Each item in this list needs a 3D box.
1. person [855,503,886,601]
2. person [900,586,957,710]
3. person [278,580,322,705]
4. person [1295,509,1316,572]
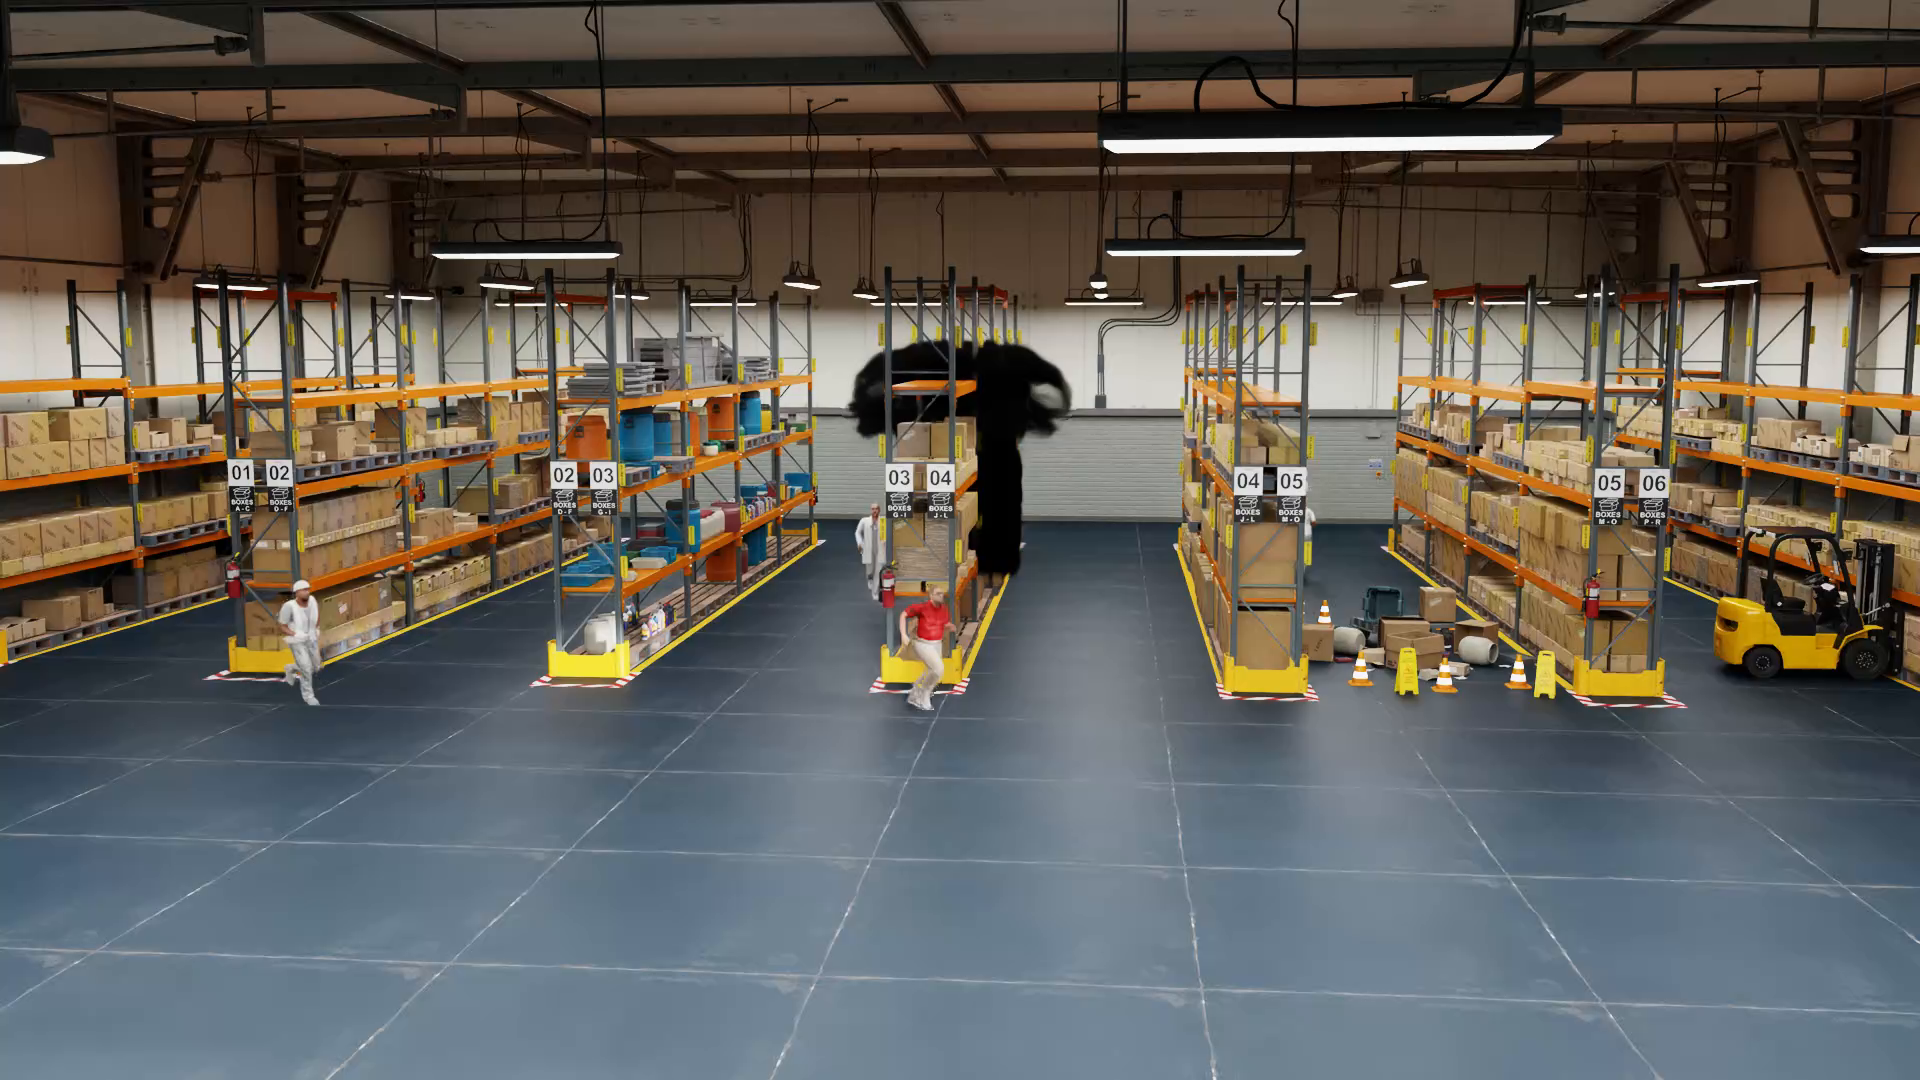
[{"bbox_3d":[-1.536,0.202,30.099,0.713,1.744,0.683,0,7,-2],"label":"person"},{"bbox_3d":[-0.395,1.450,22.286,0.789,1.673,0.699,6,9,41],"label":"person"},{"bbox_3d":[-9.054,1.397,22.830,0.717,1.734,0.722,4,8,28],"label":"person"},{"bbox_3d":[7.254,-0.094,35.383,0.590,1.636,0.563,0,7,-2],"label":"person"}]
